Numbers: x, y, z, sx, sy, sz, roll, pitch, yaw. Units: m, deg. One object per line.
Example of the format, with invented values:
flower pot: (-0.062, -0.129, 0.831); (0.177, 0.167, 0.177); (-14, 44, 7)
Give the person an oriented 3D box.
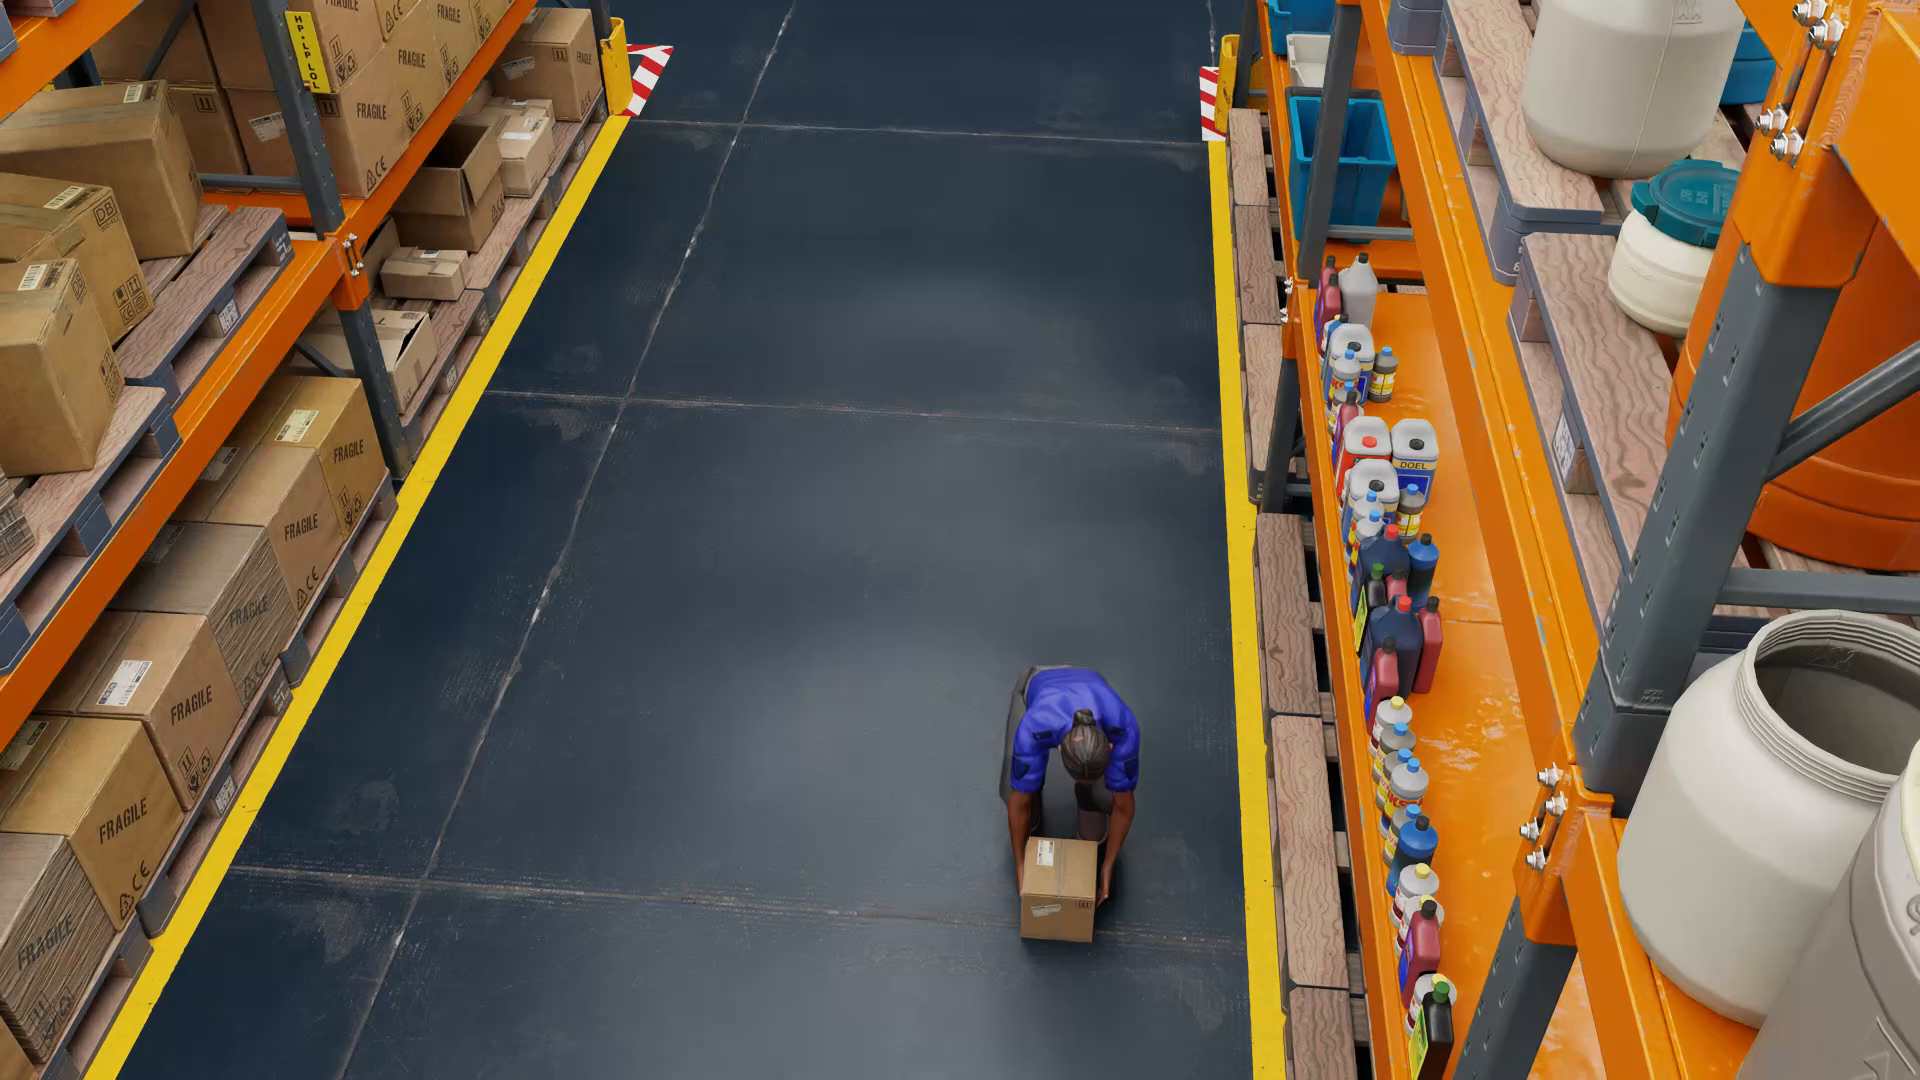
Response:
person: (0.381, 0.773, 5.884); (0.482, 0.846, 0.815); (3, 40, 3)
